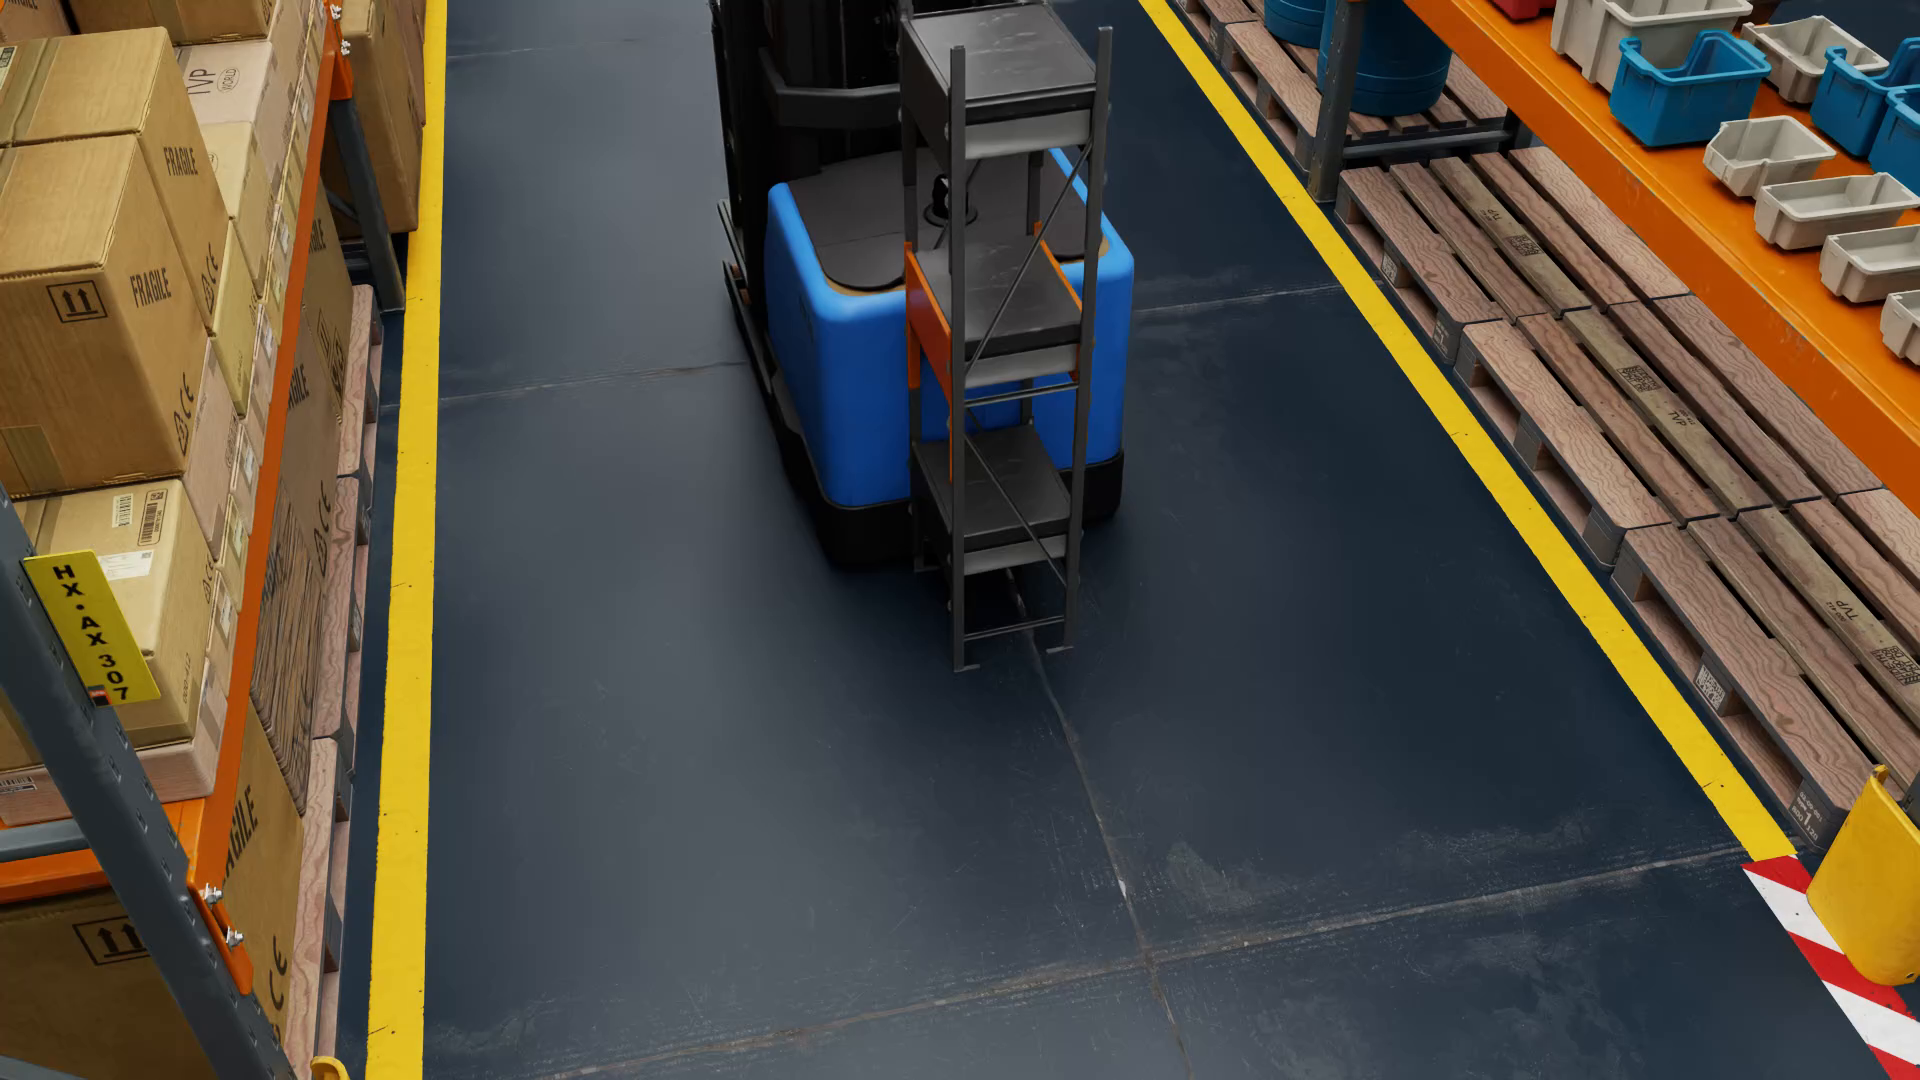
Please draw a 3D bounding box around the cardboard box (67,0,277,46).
[{"bbox_3d":[-2.304,-1.771,4.809,0.500,0.500,0.500,-8,42,-9],"label":"cardboard box"}]

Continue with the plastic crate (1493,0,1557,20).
[{"bbox_3d":[2.016,-2.162,5.832,0.402,0.464,0.583,-8,42,-9],"label":"plastic crate"}]

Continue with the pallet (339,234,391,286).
[{"bbox_3d":[-3.008,-1.467,7.243,1.003,0.211,1.213,-8,42,-9],"label":"pallet"}]

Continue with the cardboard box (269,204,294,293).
[{"bbox_3d":[-2.051,-0.778,4.556,0.380,0.149,0.250,-8,42,-9],"label":"cardboard box"}]

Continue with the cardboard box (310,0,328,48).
[{"bbox_3d":[-2.383,-1.776,5.680,0.380,0.149,0.250,-8,42,-9],"label":"cardboard box"}]

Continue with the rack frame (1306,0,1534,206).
[{"bbox_3d":[2.068,-2.730,6.566,1.000,3.000,0.127,-8,42,-9],"label":"rack frame"}]

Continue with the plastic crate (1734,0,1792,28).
[{"bbox_3d":[2.572,-1.962,5.863,0.437,0.125,0.590,-8,42,-9],"label":"plastic crate"}]

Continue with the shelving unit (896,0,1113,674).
[{"bbox_3d":[0.103,-0.556,4.795,0.431,2.100,0.503,-11,43,-12],"label":"shelving unit"}]

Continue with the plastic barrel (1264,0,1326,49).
[{"bbox_3d":[1.814,-2.916,8.040,0.600,0.901,0.708,-8,42,-9],"label":"plastic barrel"}]

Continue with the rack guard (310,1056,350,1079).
[{"bbox_3d":[-1.900,1.523,3.658,1.175,0.500,0.348,-8,42,-9],"label":"rack guard"}]

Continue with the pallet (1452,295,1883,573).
[{"bbox_3d":[2.531,-0.424,6.068,1.003,0.211,1.213,-8,42,-9],"label":"pallet"}]

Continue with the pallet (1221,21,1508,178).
[{"bbox_3d":[1.942,-2.193,8.062,1.003,0.211,1.213,-8,42,-9],"label":"pallet"}]

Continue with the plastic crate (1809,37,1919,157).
[{"bbox_3d":[2.851,-1.352,5.095,0.416,0.233,0.300,-8,42,-9],"label":"plastic crate"}]

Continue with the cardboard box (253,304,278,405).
[{"bbox_3d":[-1.939,-0.444,4.180,0.380,0.149,0.250,-9,42,-10],"label":"cardboard box"}]

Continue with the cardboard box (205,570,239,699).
[{"bbox_3d":[-1.716,0.223,3.428,0.380,0.149,0.250,-9,42,-10],"label":"cardboard box"}]

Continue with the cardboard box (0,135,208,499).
[{"bbox_3d":[-1.853,-0.437,3.307,0.500,0.500,0.500,-9,42,-10],"label":"cardboard box"}]

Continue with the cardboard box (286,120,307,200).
[{"bbox_3d":[-2.160,-1.109,4.929,0.380,0.149,0.250,-8,42,-8],"label":"cardboard box"}]

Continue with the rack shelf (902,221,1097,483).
[{"bbox_3d":[0.103,-0.546,4.804,0.431,0.518,0.480,-11,43,-12],"label":"rack shelf"}]

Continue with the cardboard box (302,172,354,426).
[{"bbox_3d":[-2.704,-0.943,5.837,0.875,0.875,0.875,-8,42,-9],"label":"cardboard box"}]

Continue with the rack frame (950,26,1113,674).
[{"bbox_3d":[0.171,-0.400,4.619,0.400,2.100,0.015,-11,43,-12],"label":"rack frame"}]

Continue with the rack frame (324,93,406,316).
[{"bbox_3d":[-2.768,-2.020,5.766,1.000,3.000,0.127,-8,42,-9],"label":"rack frame"}]

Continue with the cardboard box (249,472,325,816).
[{"bbox_3d":[-2.318,0.217,4.530,0.875,0.875,0.875,-8,42,-9],"label":"cardboard box"}]

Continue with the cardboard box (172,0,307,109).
[{"bbox_3d":[-2.303,-1.492,5.060,0.500,0.250,0.500,-7,42,-8],"label":"cardboard box"}]

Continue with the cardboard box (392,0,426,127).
[{"bbox_3d":[-3.120,-2.374,7.449,1.225,0.875,0.875,-10,43,-11],"label":"cardboard box"}]

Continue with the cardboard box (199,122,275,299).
[{"bbox_3d":[-2.086,-0.832,4.317,0.500,0.250,0.500,-9,42,-10],"label":"cardboard box"}]

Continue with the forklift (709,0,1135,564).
[{"bbox_3d":[-0.337,-2.008,5.804,1.130,2.935,3.031,-11,43,-12],"label":"forklift"}]

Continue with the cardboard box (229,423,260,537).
[{"bbox_3d":[-1.829,-0.112,3.806,0.380,0.149,0.250,-9,42,-10],"label":"cardboard box"}]

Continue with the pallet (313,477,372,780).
[{"bbox_3d":[-2.414,0.319,5.232,1.003,0.211,1.213,-8,42,-9],"label":"pallet"}]

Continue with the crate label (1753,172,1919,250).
[{"bbox_3d":[2.446,-0.931,4.692,0.396,0.136,0.243,-8,42,-9],"label":"crate label"}]

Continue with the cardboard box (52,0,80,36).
[{"bbox_3d":[-2.816,-1.688,4.717,0.500,0.500,0.500,-8,42,-9],"label":"cardboard box"}]

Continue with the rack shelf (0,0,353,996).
[{"bbox_3d":[-2.337,-0.455,4.545,1.077,0.370,4.000,-8,42,-9],"label":"rack shelf"}]

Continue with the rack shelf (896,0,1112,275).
[{"bbox_3d":[0.103,-1.069,4.339,0.431,0.518,0.480,-11,43,-12],"label":"rack shelf"}]

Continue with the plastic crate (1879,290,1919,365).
[{"bbox_3d":[2.579,-0.564,4.279,0.396,0.136,0.243,-8,42,-9],"label":"plastic crate"}]

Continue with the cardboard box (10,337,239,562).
[{"bbox_3d":[-1.864,-0.168,3.569,0.500,0.250,0.500,-9,42,-10],"label":"cardboard box"}]

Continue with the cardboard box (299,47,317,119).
[{"bbox_3d":[-2.272,-1.442,5.305,0.380,0.149,0.250,-9,42,-10],"label":"cardboard box"}]

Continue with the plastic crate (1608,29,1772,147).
[{"bbox_3d":[2.238,-1.391,5.139,0.416,0.233,0.300,-8,42,-9],"label":"plastic crate"}]
